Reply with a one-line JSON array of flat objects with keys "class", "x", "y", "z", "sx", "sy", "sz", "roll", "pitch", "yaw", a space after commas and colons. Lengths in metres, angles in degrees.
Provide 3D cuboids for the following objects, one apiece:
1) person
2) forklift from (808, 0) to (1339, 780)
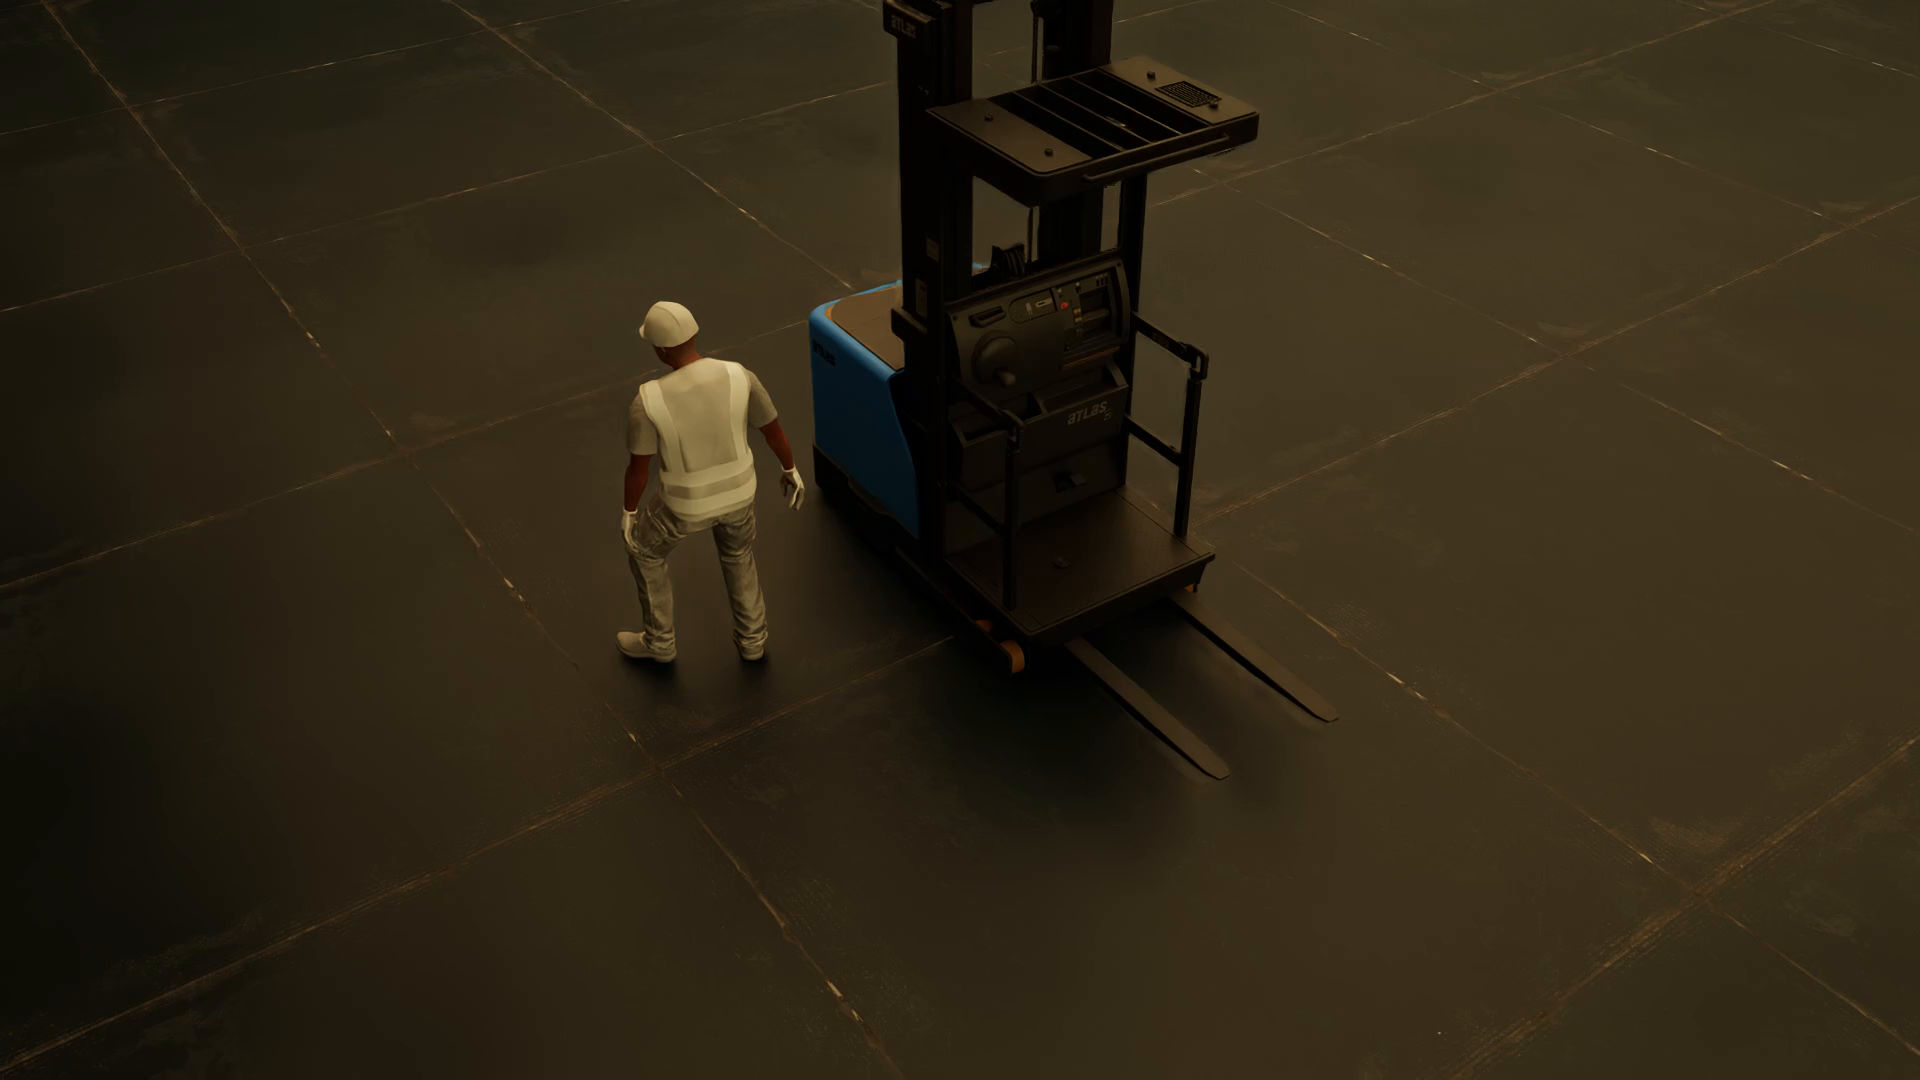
[{"class": "person", "x": -1.145, "y": -0.229, "z": 7.259, "sx": 0.878, "sy": 1.743, "sz": 0.457, "roll": -17, "pitch": 40, "yaw": -21}, {"class": "forklift", "x": 0.479, "y": -0.885, "z": 7.142, "sx": 1.130, "sy": 2.935, "sz": 3.031, "roll": -22, "pitch": 42, "yaw": -27}]
